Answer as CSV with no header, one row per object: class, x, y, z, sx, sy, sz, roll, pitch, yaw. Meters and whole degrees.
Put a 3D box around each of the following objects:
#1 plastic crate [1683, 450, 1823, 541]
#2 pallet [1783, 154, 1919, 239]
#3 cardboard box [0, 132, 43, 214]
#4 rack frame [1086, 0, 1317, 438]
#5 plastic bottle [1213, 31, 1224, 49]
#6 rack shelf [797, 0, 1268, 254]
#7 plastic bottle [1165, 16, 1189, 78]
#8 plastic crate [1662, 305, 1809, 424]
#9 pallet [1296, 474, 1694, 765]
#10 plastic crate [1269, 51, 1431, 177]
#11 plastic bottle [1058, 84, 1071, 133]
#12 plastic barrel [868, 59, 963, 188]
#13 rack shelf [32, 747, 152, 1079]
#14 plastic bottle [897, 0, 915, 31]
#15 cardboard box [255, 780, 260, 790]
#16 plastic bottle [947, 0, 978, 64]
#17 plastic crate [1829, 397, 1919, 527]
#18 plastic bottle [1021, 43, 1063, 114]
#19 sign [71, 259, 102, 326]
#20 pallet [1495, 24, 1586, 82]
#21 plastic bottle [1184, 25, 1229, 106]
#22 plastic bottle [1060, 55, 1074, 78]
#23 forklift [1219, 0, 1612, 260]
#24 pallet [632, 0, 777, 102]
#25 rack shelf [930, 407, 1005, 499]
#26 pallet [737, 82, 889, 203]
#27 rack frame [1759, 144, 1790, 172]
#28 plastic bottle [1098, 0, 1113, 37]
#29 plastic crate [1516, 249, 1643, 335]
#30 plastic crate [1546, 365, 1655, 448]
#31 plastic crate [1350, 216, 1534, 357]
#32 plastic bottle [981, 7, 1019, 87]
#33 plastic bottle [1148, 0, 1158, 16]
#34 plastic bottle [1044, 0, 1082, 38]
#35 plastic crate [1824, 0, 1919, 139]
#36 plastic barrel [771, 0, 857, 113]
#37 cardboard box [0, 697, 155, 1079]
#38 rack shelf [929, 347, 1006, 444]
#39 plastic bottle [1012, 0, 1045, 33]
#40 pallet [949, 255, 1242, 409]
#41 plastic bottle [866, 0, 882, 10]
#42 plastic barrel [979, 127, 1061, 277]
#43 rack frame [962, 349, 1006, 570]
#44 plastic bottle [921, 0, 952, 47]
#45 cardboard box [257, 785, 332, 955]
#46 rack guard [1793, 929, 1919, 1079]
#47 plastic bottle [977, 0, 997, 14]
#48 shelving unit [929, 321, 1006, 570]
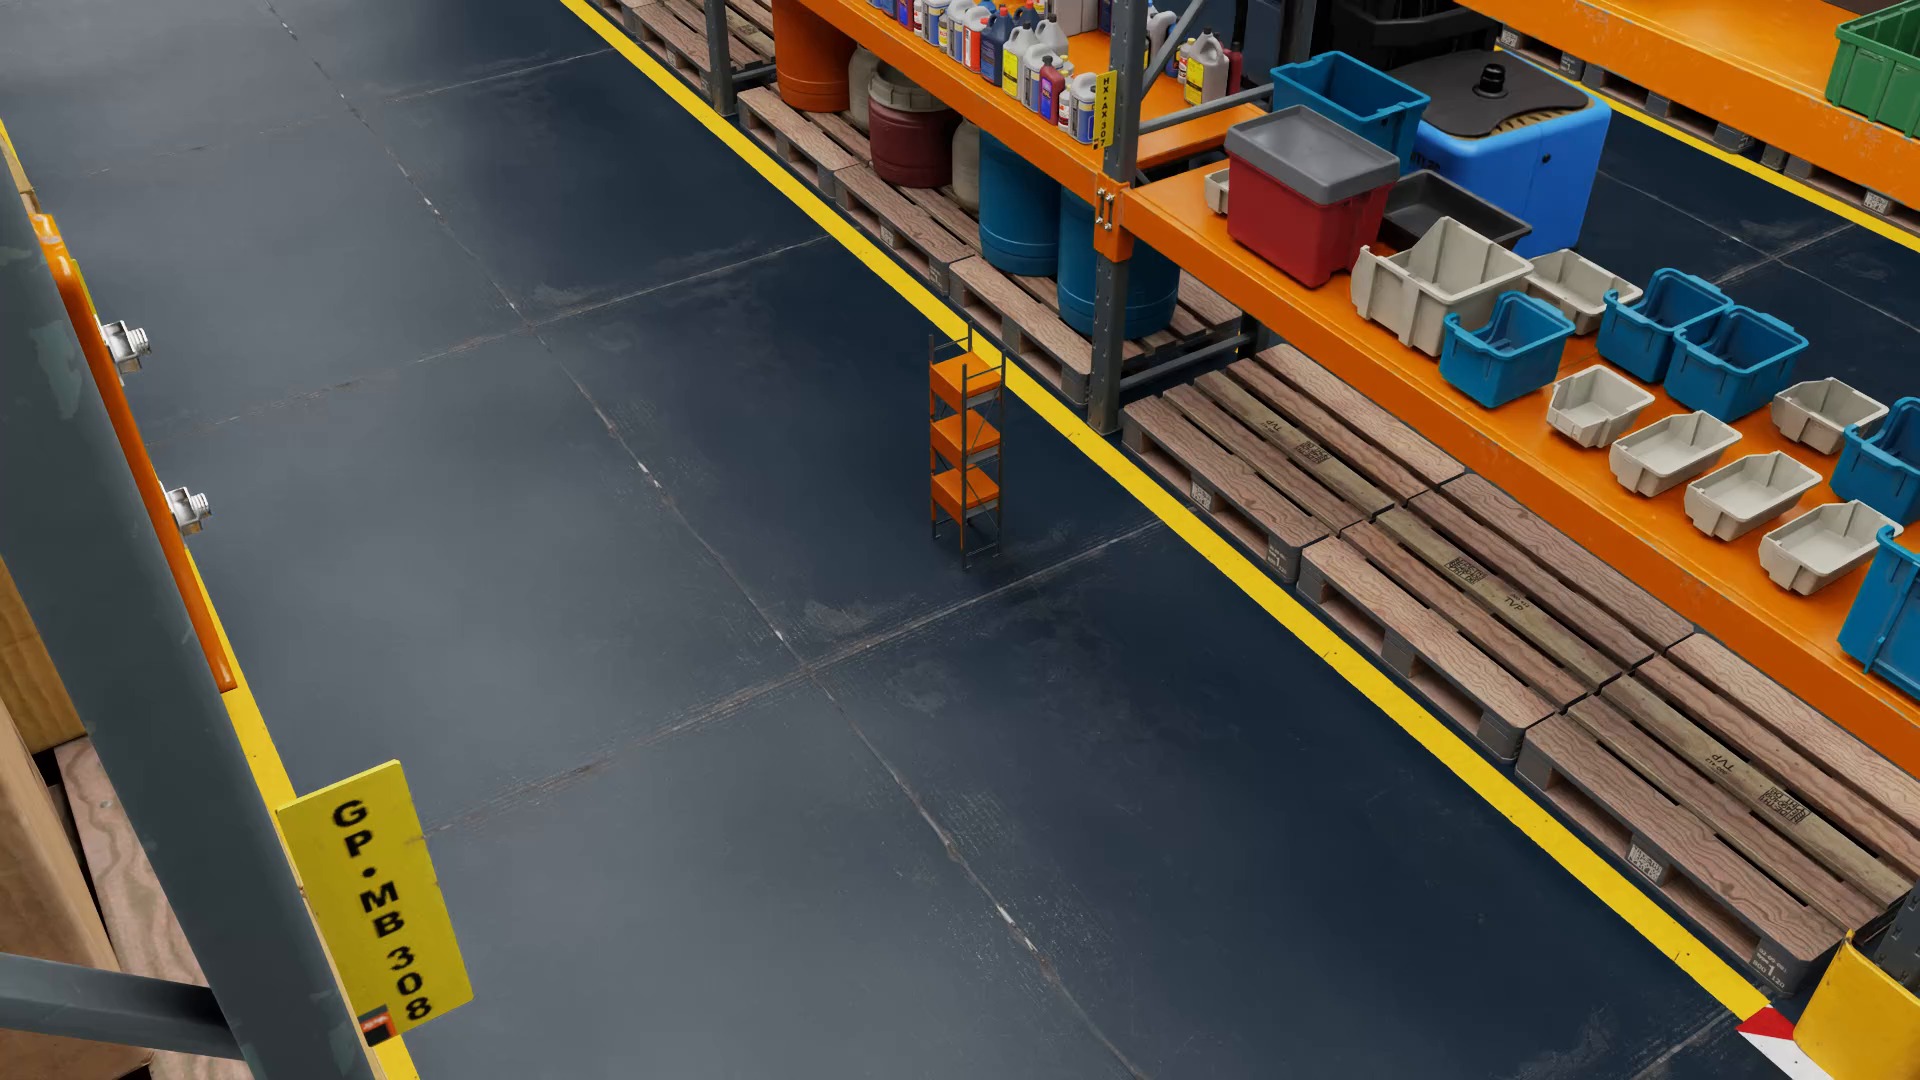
plastic crate,2.472,-0.139,5.233,0.396,0.136,0.243,-22,45,-24
pallet,5.603,-2.097,9.602,1.003,0.211,1.213,-22,45,-24
cardboard box,-4.917,-1.256,7.746,1.225,0.875,0.875,-24,46,-26
rack frame,1.056,-1.837,7.111,1.000,3.000,0.127,-22,45,-24
plastic bottle,1.147,-2.209,7.649,0.061,0.283,0.133,-22,45,-24
rack shelf,-0.019,-2.640,8.637,1.077,0.370,4.000,-22,45,-24
plastic bottle,1.017,-2.313,7.783,0.097,0.271,0.097,0,40,0
plastic crate,2.644,-0.594,5.703,0.416,0.233,0.300,-22,45,-24
pallet,2.144,0.277,6.753,1.003,0.211,1.213,-22,45,-24
plastic crate,1.595,-1.719,6.936,0.392,0.384,0.575,-22,45,-24
plastic bottle,0.486,-1.915,7.360,0.097,0.201,0.097,0,40,0
plastic barrel,-0.210,-2.363,9.298,0.600,0.588,0.708,-22,45,-24
rack shelf,-2.044,0.072,3.040,1.077,0.370,4.000,-22,45,-24
plastic bottle,-0.256,-2.670,8.202,0.061,0.283,0.133,-22,45,-24
cardboard box,-1.988,0.710,4.251,0.380,0.149,0.250,-23,45,-25
plastic bottle,0.032,-2.433,7.923,0.152,0.276,0.135,-22,45,-24
plastic crate,2.998,-0.239,5.277,0.416,0.233,0.300,-22,45,-24
plastic bottle,0.375,-2.088,7.509,0.152,0.276,0.135,-22,45,-24
sign,-2.653,-0.687,4.993,0.100,0.325,0.005,-22,45,-24
pallet,4.105,-3.554,11.350,1.003,0.211,1.213,-22,45,-24
plastic bottle,1.118,-2.141,7.515,0.144,0.351,0.185,-22,45,-24
plastic bottle,0.470,-2.112,7.597,0.097,0.201,0.097,0,40,0
forklift,2.071,-3.110,8.692,1.130,2.935,3.031,-19,43,-22
pallet,-1.478,-3.356,11.113,1.003,0.211,1.213,-22,45,-24
rack shelf,0.029,-0.366,6.886,0.215,0.259,0.240,-22,45,-24
pallet,-0.636,-2.513,10.101,1.003,0.211,1.213,-22,45,-24
rack frame,5.235,-3.540,9.155,1.000,3.000,0.127,-22,45,-24
plastic bottle,0.741,-2.616,8.138,0.061,0.283,0.133,-22,45,-24
plastic crate,2.246,-0.922,6.173,0.293,0.136,0.466,-22,45,-24
plastic crate,2.127,-0.434,5.587,0.298,0.136,0.250,-22,45,-24
plastic crate,1.722,-0.927,6.065,0.437,0.282,0.530,-22,45,-24
plastic bottle,0.187,-2.301,7.707,0.144,0.351,0.185,-22,45,-24
plastic bottle,0.893,-2.438,7.933,0.097,0.271,0.097,0,40,0
plastic bottle,0.502,-2.618,8.145,0.152,0.276,0.135,-22,45,-24
plastic crate,2.436,-1.183,4.149,0.450,0.188,0.336,-22,45,-24
plastic barrel,-0.817,-3.065,9.953,0.600,0.830,0.708,-22,45,-24
cardboard box,-1.294,0.374,1.630,0.700,0.500,0.500,-25,46,-27
rack shelf,0.029,-0.584,6.704,0.215,0.259,0.240,-22,45,-24
plastic bottle,0.308,-2.351,7.766,0.144,0.351,0.185,-22,45,-24
pallet,0.676,-1.196,8.521,1.003,0.211,1.213,-22,45,-24
plastic bottle,-0.389,-2.855,8.430,0.152,0.276,0.135,-22,45,-24
plastic barrel,0.397,-1.874,8.467,0.600,0.901,0.708,-22,45,-24
rack frame,0.094,-0.309,6.800,0.200,1.050,0.008,-22,45,-24
plastic bottle,-0.093,-2.558,8.073,0.152,0.276,0.135,-22,45,-24
cardboard box,-1.552,0.783,3.266,0.500,0.500,0.500,-23,45,-26
rack guard,3.231,1.291,5.310,1.175,0.500,0.348,-22,45,-24
plastic bottle,0.127,-2.484,7.988,0.097,0.271,0.097,0,40,0
shelving unit,0.029,-0.374,6.879,0.215,1.050,0.252,-22,45,-24
